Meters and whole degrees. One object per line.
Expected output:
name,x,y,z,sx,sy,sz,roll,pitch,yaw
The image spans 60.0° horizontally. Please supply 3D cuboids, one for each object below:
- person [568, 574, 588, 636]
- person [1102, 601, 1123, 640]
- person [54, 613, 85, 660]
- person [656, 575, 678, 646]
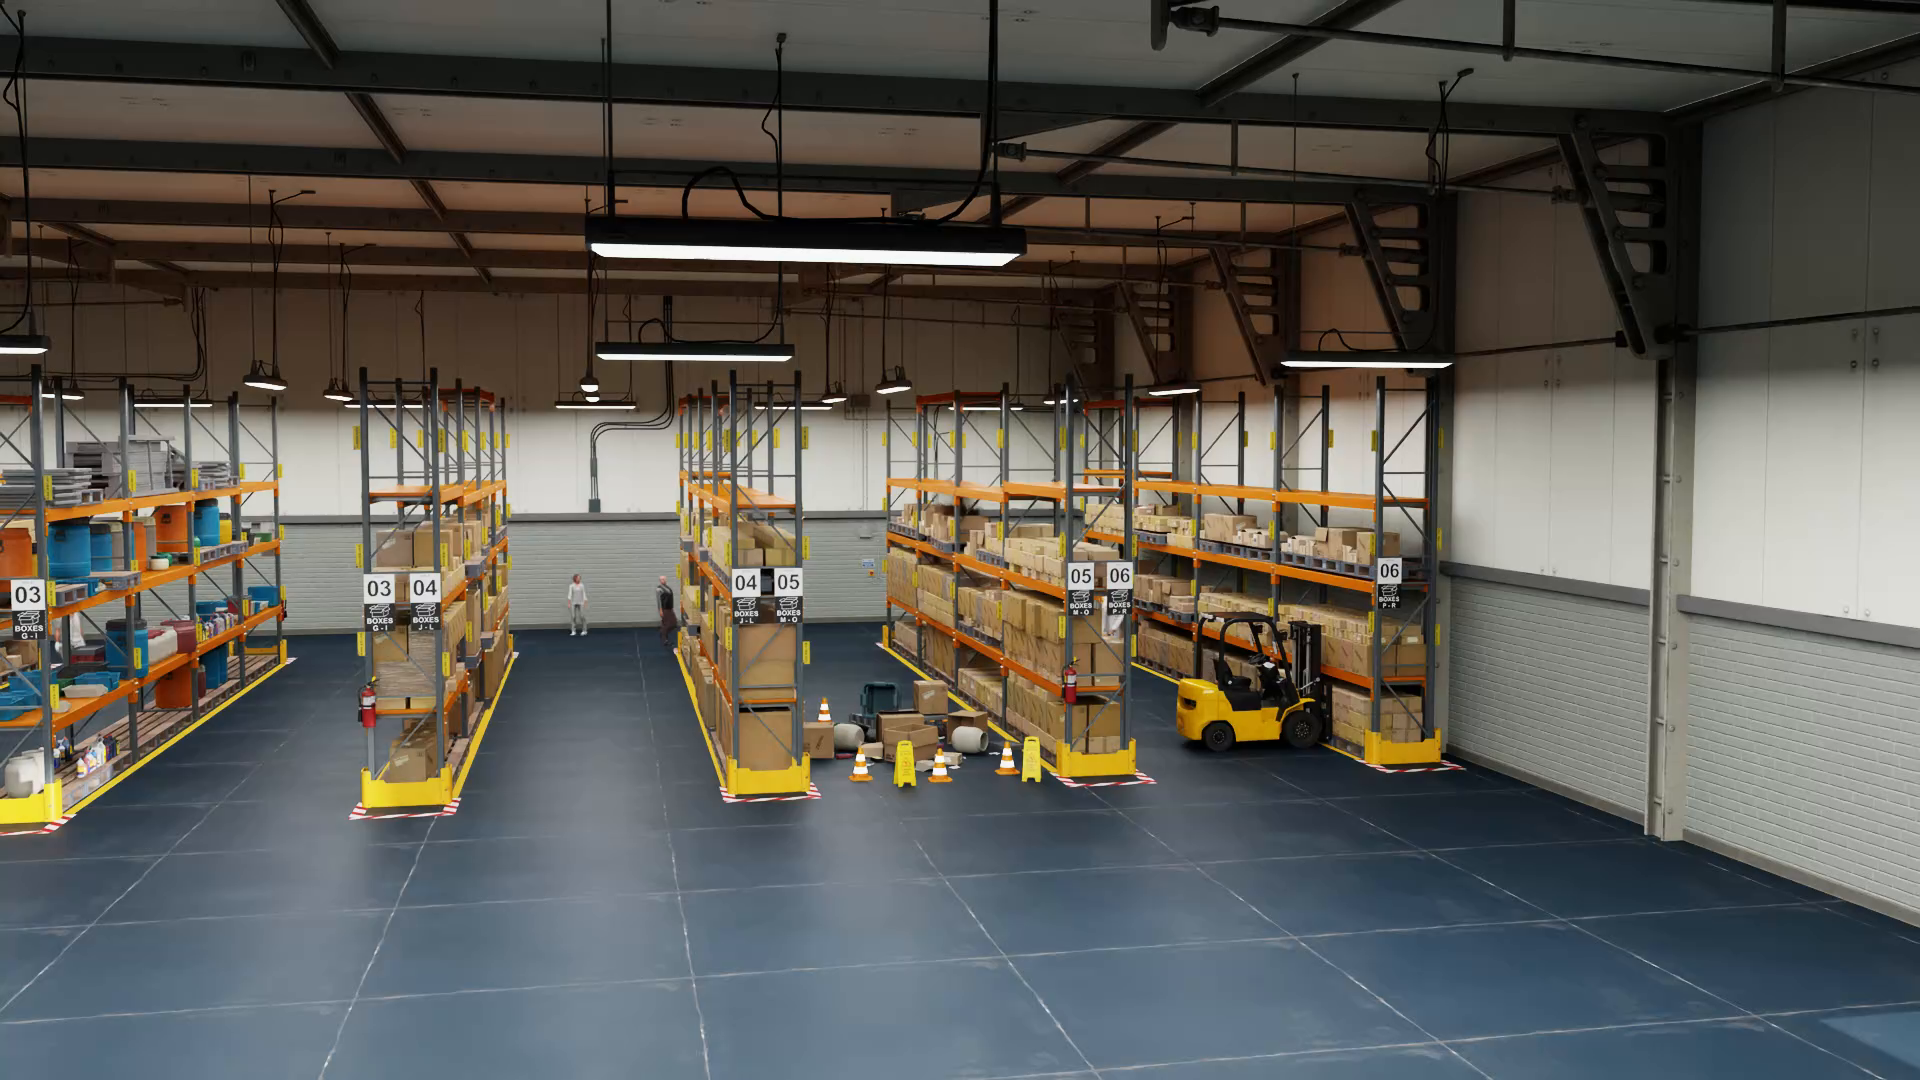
person,-9.864,1.683,42.905,0.509,1.627,0.350,0,3,-7
person,3.139,1.916,34.879,0.613,1.771,0.572,2,4,28
person,-18.081,2.113,33.782,0.551,1.806,0.552,-2,4,-29
person,-7.158,1.718,40.579,0.466,1.708,0.550,1,4,14
